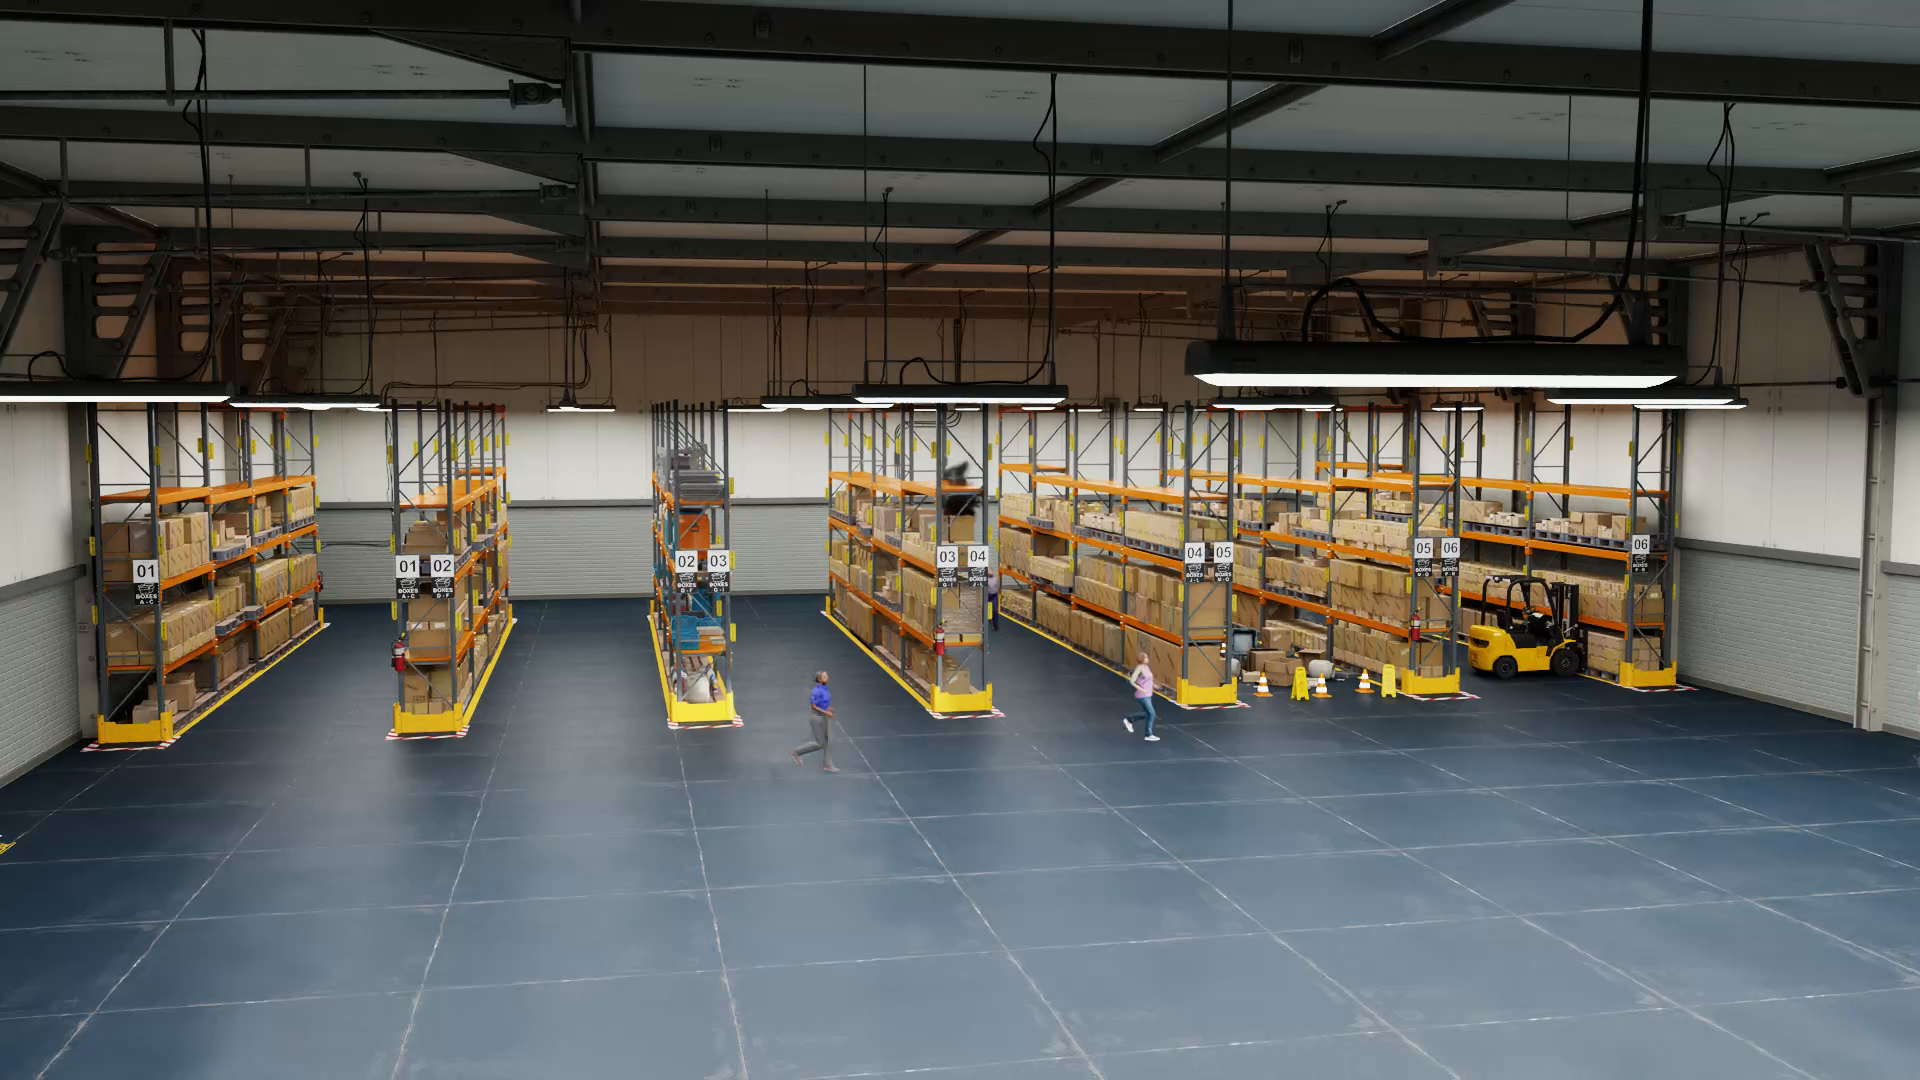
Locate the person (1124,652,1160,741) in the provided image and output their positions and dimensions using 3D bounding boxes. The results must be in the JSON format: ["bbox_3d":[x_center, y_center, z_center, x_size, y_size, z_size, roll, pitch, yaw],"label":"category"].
[{"bbox_3d":[3.182,2.740,29.223,0.705,1.555,0.544,2,5,28],"label":"person"}]

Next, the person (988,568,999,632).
[{"bbox_3d":[0.803,1.558,44.165,0.604,1.655,0.923,-1,4,-16],"label":"person"}]

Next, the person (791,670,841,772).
[{"bbox_3d":[-2.296,2.909,26.728,0.782,1.650,0.586,1,4,12],"label":"person"}]
